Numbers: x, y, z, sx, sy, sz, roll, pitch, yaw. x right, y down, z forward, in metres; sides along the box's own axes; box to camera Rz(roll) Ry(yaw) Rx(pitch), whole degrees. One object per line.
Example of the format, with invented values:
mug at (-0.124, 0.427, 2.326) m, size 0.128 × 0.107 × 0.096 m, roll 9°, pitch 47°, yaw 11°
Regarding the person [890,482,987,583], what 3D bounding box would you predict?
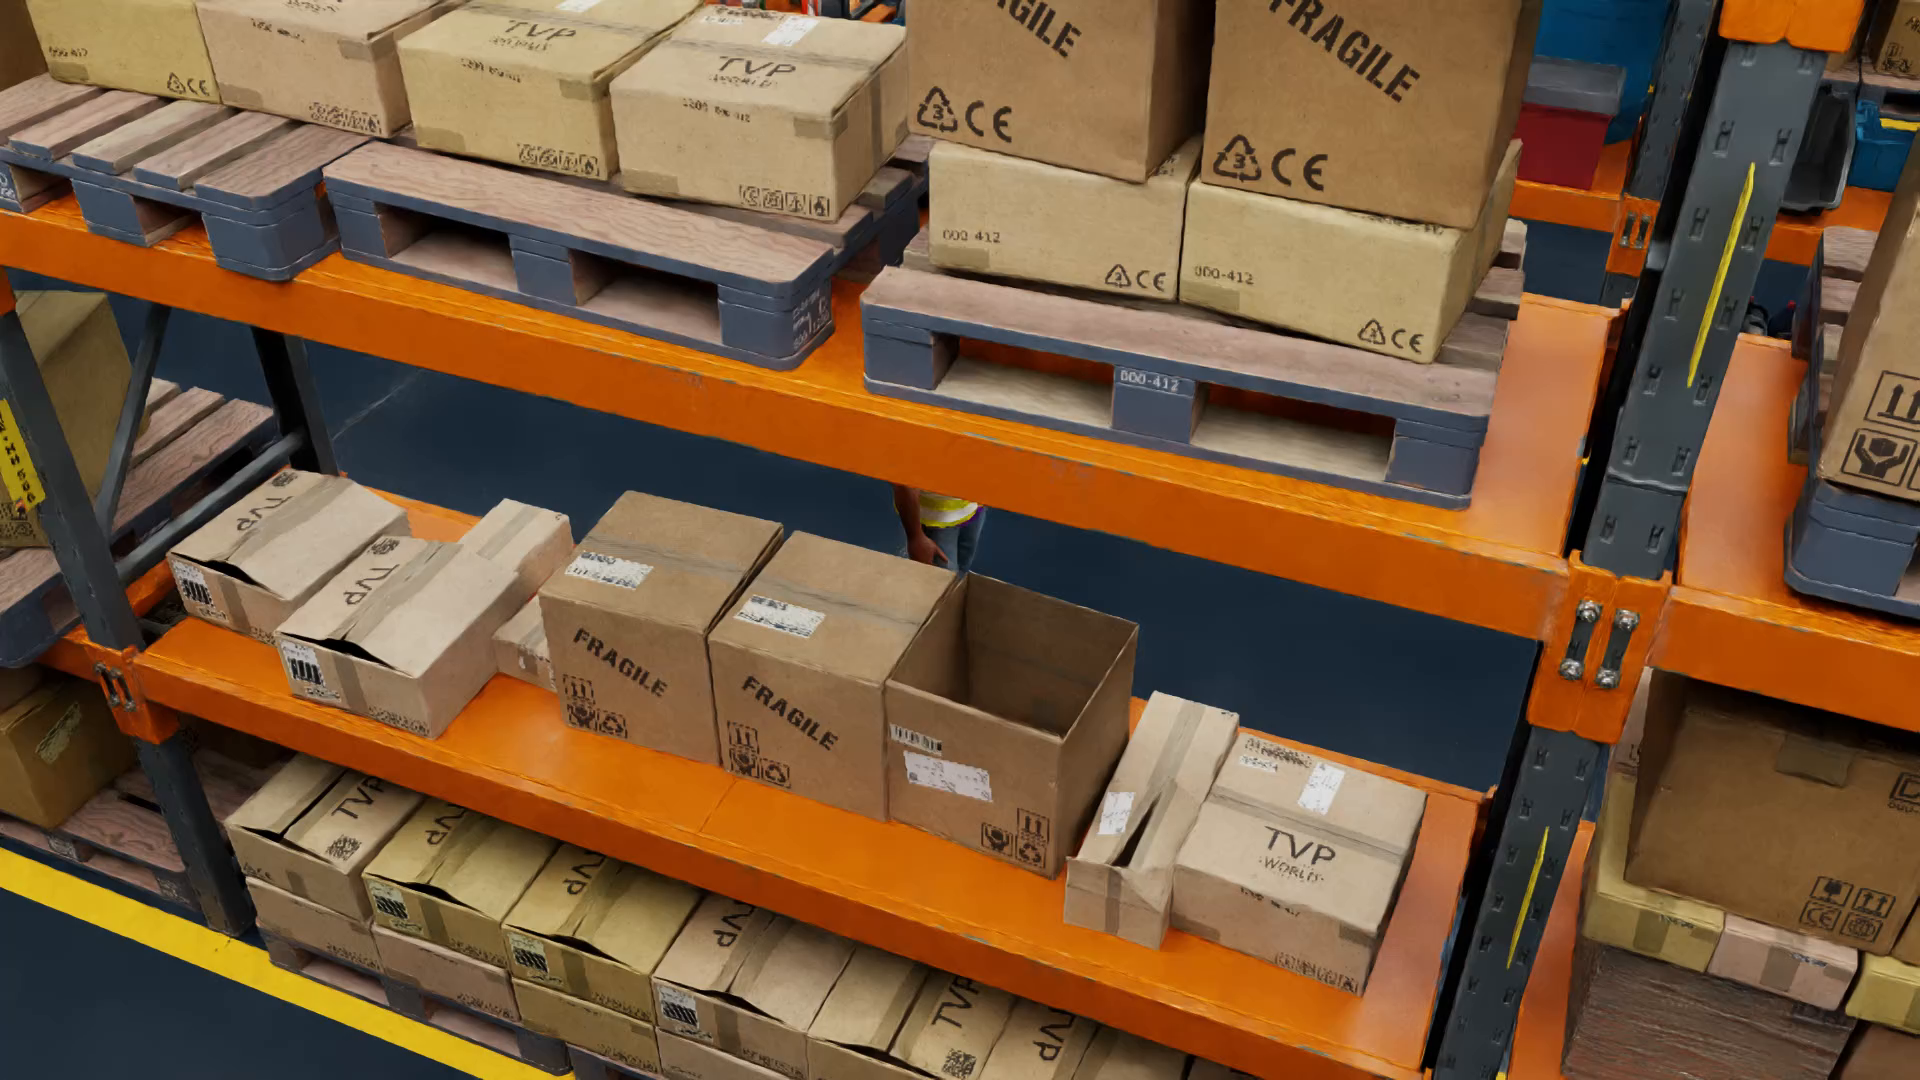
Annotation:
person at (-0.047, -0.158, 6.326) m, size 0.440 × 1.771 × 0.677 m, roll 21°, pitch 42°, yaw 25°
